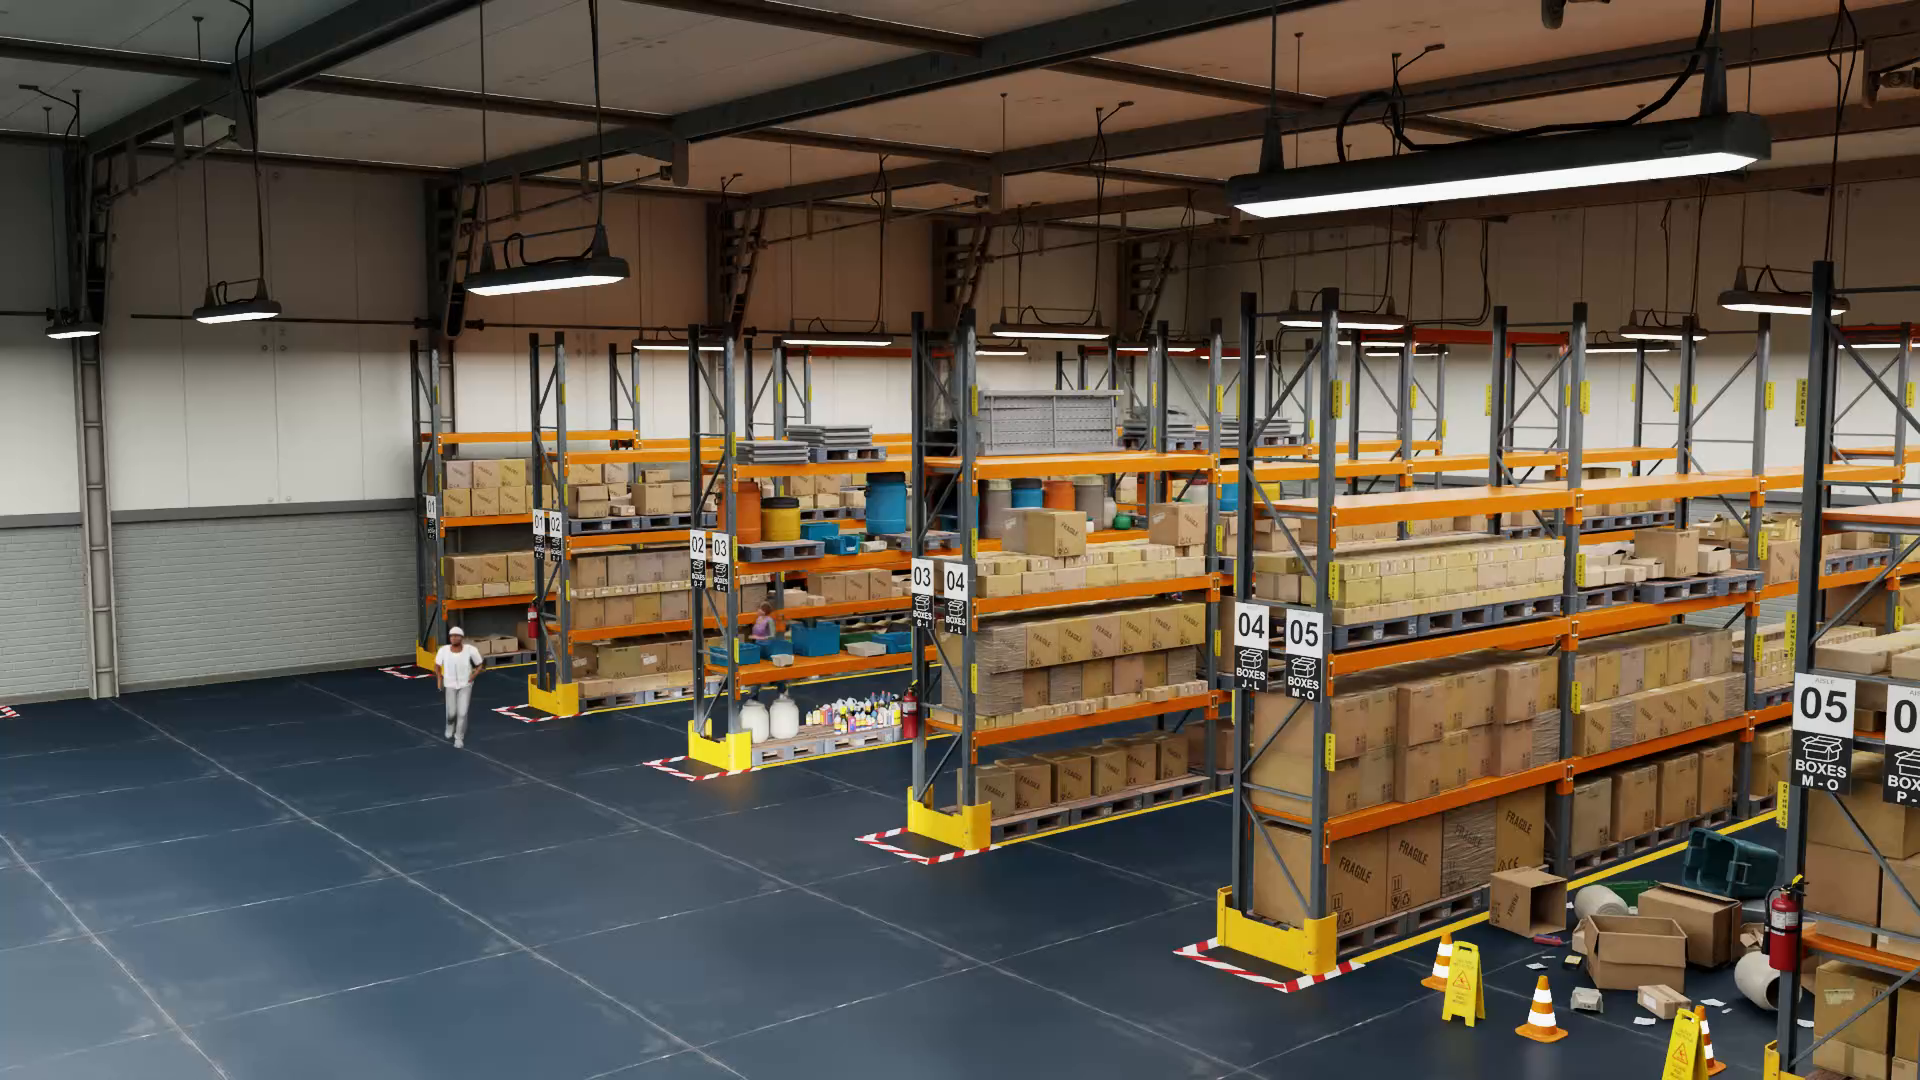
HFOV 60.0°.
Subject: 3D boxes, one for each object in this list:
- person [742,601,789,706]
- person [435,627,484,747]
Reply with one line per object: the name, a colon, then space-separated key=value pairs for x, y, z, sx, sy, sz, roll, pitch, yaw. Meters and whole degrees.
person: x=-2.986 y=1.728 z=25.322 sx=0.812 sy=1.597 sz=0.543 roll=-5 pitch=7 yaw=-42
person: x=-7.188 y=2.101 z=23.868 sx=0.687 sy=1.731 sz=0.618 roll=-1 pitch=5 yaw=-12
